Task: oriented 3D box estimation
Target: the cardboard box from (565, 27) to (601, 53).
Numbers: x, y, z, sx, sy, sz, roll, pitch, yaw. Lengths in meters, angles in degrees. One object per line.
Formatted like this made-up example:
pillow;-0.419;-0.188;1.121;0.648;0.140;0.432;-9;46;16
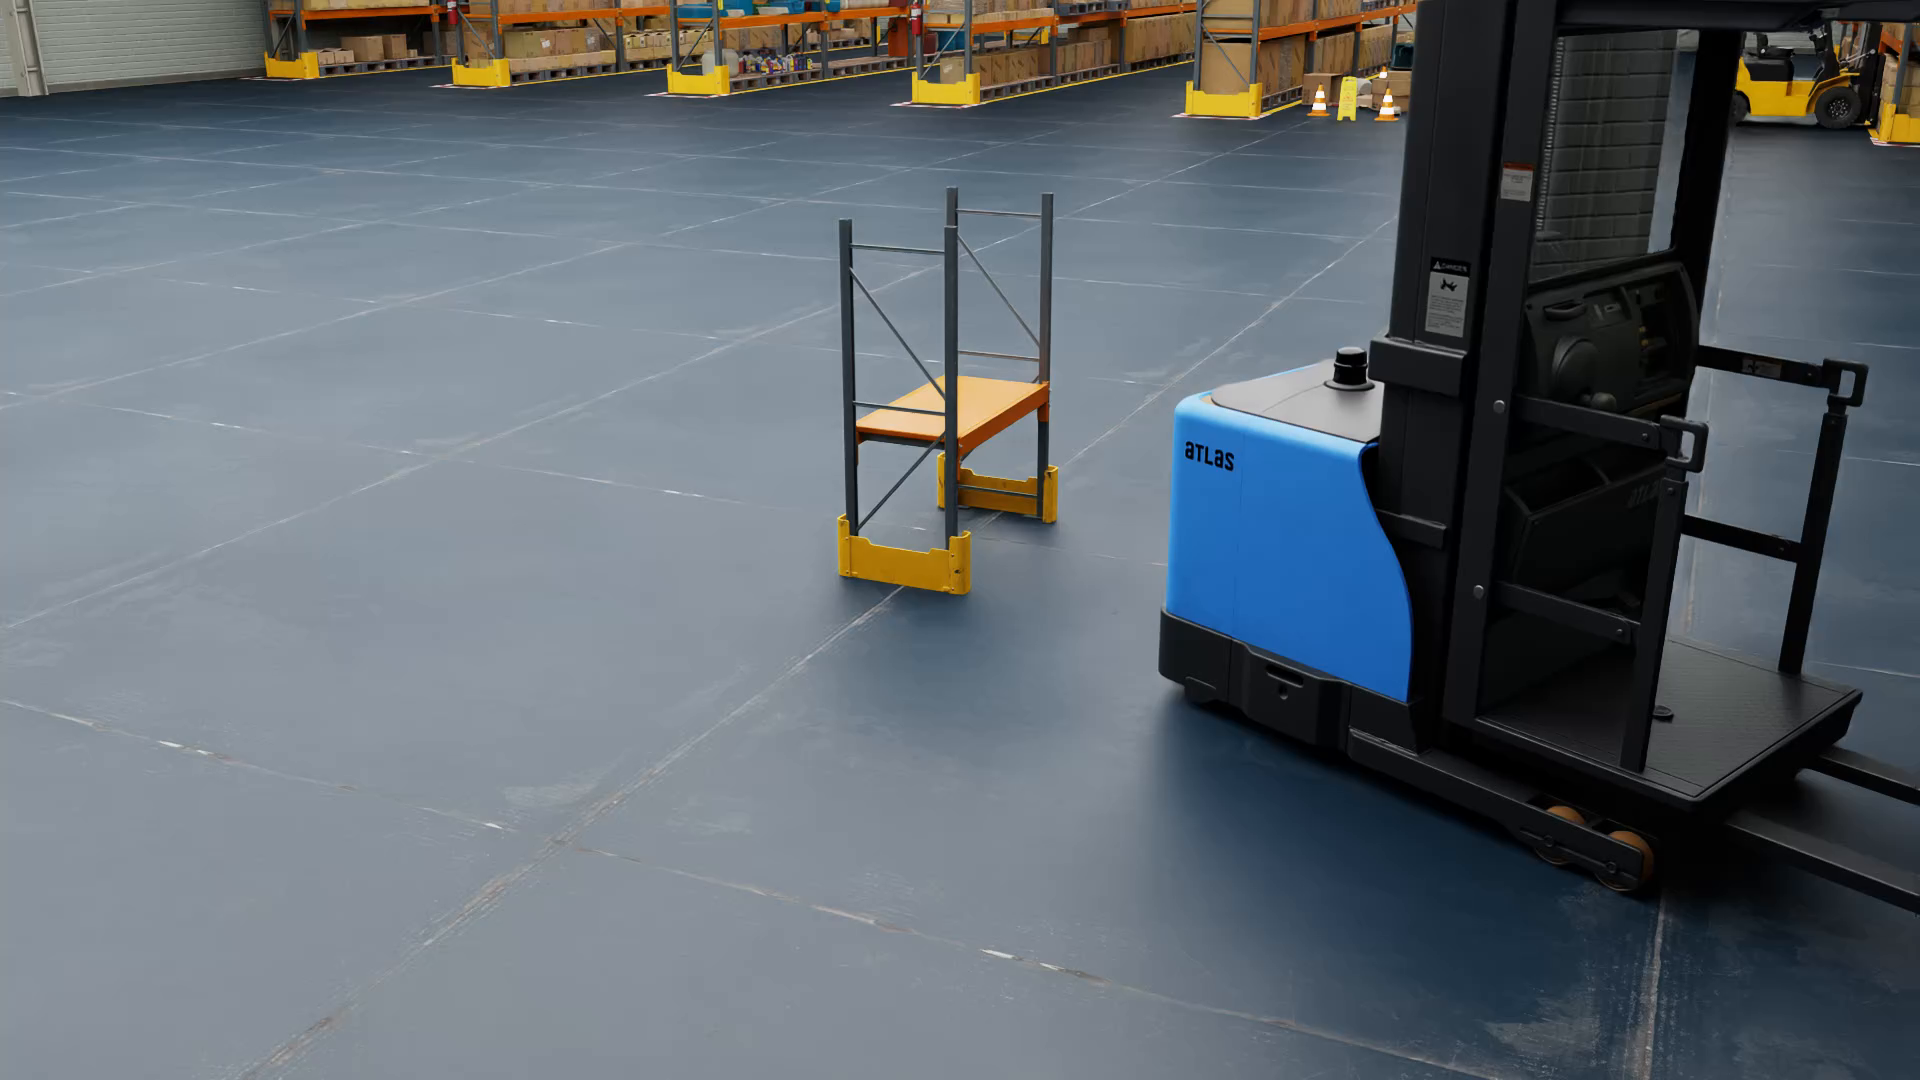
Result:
cardboard box;-7.878;-10.450;34.735;0.500;0.500;0.500;9;21;23

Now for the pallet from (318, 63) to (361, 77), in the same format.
pallet;-13.435;-9.927;35.066;1.003;0.211;1.213;9;21;23

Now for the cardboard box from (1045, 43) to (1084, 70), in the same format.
cardboard box;2.077;-9.686;33.302;0.700;0.500;0.500;7;21;18

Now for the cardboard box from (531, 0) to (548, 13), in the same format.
cardboard box;-8.688;-10.795;33.198;0.700;0.500;0.500;9;21;23

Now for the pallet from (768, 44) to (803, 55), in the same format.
pallet;-4.694;-12.396;42.009;1.003;0.211;1.213;9;21;23

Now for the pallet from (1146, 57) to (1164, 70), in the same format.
pallet;3.895;-10.669;37.153;1.003;0.211;1.213;9;21;23

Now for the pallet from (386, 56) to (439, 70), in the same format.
pallet;-12.435;-10.672;37.163;1.003;0.211;1.213;9;21;23

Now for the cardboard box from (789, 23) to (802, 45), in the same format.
cardboard box;-4.336;-12.803;42.066;0.500;0.500;0.500;8;21;22

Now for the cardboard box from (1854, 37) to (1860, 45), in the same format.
cardboard box;17.822;-9.816;32.729;0.380;0.149;0.250;10;22;25

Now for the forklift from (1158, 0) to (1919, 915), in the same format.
forklift;2.059;-0.583;4.735;1.130;2.935;3.031;-16;25;-38

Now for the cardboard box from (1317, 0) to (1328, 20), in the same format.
cardboard box;6.309;-9.617;29.884;0.500;0.500;0.500;9;21;23

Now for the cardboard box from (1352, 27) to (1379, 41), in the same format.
cardboard box;8.411;-10.524;34.570;0.500;0.250;0.500;9;21;23

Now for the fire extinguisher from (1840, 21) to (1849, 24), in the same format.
fire extinguisher;19.488;-11.682;36.513;0.296;0.674;0.183;9;21;23

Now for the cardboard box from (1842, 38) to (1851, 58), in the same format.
cardboard box;19.127;-10.376;35.273;0.700;0.500;0.500;10;22;25

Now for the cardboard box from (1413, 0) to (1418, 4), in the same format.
cardboard box;10.443;-12.550;38.657;0.380;0.149;0.250;8;21;20

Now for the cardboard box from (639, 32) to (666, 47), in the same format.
cardboard box;-6.855;-11.087;36.808;0.500;0.311;0.500;8;21;21

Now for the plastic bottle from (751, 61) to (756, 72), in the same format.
plastic bottle;-4.063;-9.288;32.629;0.097;0.201;0.097;0;20;0

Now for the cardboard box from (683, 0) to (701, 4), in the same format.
cardboard box;-6.150;-12.309;37.980;0.380;0.149;0.250;9;21;23

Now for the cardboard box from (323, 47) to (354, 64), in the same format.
cardboard box;-13.232;-10.287;35.275;0.500;0.311;0.500;11;22;27

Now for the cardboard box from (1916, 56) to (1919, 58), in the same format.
cardboard box;14.717;-7.157;25.102;0.500;0.250;0.500;8;21;22

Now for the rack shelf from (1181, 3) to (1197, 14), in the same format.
rack shelf;5.459;-12.875;40.270;1.077;0.370;4.000;9;21;23

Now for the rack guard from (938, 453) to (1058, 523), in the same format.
rack guard;0.173;-0.247;7.789;0.587;0.250;0.087;9;21;23

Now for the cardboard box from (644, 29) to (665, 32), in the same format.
cardboard box;-6.935;-11.470;37.884;0.500;0.311;0.500;8;21;21

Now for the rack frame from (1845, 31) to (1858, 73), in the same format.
rack frame;18.211;-10.563;32.695;1.000;3.000;0.127;9;21;23

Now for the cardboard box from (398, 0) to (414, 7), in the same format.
cardboard box;-12.322;-11.798;36.359;0.500;0.250;0.500;9;21;23

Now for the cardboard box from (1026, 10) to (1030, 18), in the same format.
cardboard box;1.053;-9.640;30.473;0.380;0.149;0.250;9;21;23

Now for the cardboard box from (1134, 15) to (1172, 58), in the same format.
cardboard box;4.031;-11.328;37.390;1.225;0.875;0.875;8;21;21

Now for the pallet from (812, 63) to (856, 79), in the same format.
pallet;-2.868;-9.769;34.622;1.003;0.211;1.213;9;21;23

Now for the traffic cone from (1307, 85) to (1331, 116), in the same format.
traffic cone;5.723;-6.995;26.448;0.336;0.463;0.334;9;21;23

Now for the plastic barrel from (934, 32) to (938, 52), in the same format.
plastic barrel;-0.719;-11.767;39.167;0.421;0.512;0.421;0;20;0

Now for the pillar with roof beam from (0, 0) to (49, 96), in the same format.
pillar with roof beam;-12.863;-11.708;26.960;9.100;9.000;0.400;9;21;23

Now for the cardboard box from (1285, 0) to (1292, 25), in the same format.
cardboard box;5.049;-8.906;27.812;0.875;0.550;0.500;9;21;23

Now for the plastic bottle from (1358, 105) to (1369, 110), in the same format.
plastic bottle;6.659;-7.144;27.465;0.133;0.061;0.283;1;20;4

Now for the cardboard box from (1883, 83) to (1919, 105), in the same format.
cardboard box;13.211;-6.225;23.225;0.500;0.250;0.500;8;21;22

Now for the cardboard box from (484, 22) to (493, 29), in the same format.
cardboard box;-11.299;-12.251;39.396;0.500;0.250;0.500;8;21;22

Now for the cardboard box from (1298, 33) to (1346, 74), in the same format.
cardboard box;6.800;-9.365;32.056;1.050;0.750;0.750;9;21;24

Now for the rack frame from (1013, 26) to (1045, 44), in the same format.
rack frame;1.760;-14.505;43.779;1.000;3.000;0.127;9;21;23

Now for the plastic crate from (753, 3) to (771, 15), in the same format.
plastic crate;-3.968;-10.361;32.442;0.450;0.188;0.662;9;21;23

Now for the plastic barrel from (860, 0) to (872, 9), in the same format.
plastic barrel;-2.085;-11.520;35.182;0.433;0.535;0.433;0;20;0

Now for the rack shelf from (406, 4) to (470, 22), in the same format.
rack shelf;-11.374;-12.469;39.127;1.077;0.370;4.000;9;21;23

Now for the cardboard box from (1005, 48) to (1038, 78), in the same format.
cardboard box;1.164;-9.061;31.574;0.500;0.500;0.500;8;21;21

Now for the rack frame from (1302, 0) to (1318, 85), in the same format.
rack frame;5.848;-9.446;29.553;1.000;3.000;0.127;9;21;23

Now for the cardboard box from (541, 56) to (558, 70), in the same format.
cardboard box;-8.481;-9.637;33.567;0.500;0.250;0.500;9;21;23

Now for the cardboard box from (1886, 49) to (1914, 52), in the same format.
cardboard box;16.305;-8.231;29.053;0.875;0.625;0.625;9;22;24

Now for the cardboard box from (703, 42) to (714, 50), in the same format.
cardboard box;-6.027;-11.449;38.661;0.500;0.250;0.500;9;22;24

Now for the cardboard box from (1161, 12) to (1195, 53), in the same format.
cardboard box;4.984;-11.991;39.252;0.875;0.875;0.875;9;21;23

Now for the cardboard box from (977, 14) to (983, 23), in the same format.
cardboard box;0.180;-8.944;28.518;0.380;0.149;0.250;9;21;23

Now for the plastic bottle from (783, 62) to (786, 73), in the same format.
plastic bottle;-3.459;-9.243;32.502;0.097;0.201;0.097;0;20;0

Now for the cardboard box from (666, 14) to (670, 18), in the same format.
cardboard box;-7.997;-14.421;45.679;0.380;0.149;0.250;8;21;21

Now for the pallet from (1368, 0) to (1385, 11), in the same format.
pallet;8.259;-11.189;34.741;1.003;0.211;1.213;9;21;23

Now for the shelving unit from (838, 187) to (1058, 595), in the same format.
shelving unit;-0.031;-0.683;7.152;0.587;1.500;1.083;9;21;23

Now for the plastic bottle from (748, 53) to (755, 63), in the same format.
plastic bottle;-4.115;-9.419;32.773;0.144;0.351;0.185;8;21;22
